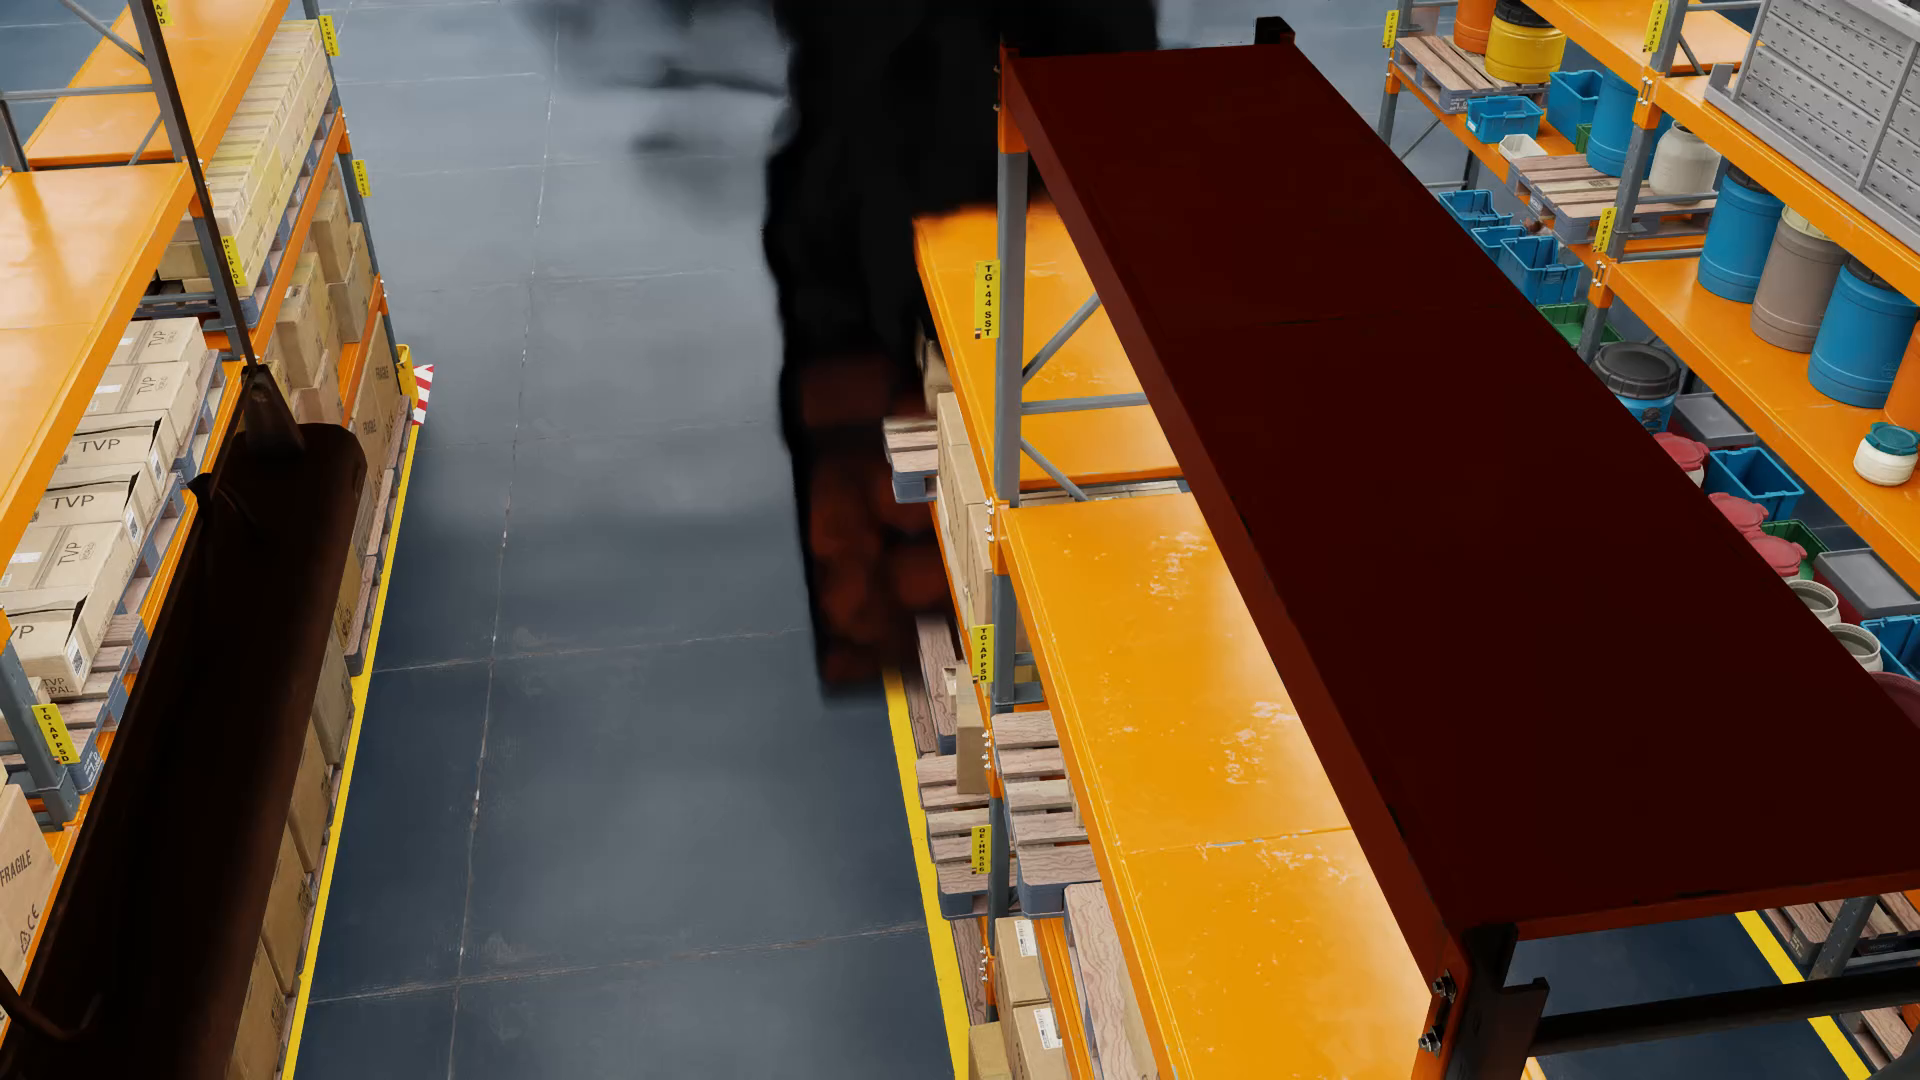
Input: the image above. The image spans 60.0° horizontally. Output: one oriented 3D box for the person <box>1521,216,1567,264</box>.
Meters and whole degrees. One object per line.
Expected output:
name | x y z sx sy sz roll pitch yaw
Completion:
person | 5.679 -2.941 16.002 0.719 1.710 0.557 -27 44 -31
